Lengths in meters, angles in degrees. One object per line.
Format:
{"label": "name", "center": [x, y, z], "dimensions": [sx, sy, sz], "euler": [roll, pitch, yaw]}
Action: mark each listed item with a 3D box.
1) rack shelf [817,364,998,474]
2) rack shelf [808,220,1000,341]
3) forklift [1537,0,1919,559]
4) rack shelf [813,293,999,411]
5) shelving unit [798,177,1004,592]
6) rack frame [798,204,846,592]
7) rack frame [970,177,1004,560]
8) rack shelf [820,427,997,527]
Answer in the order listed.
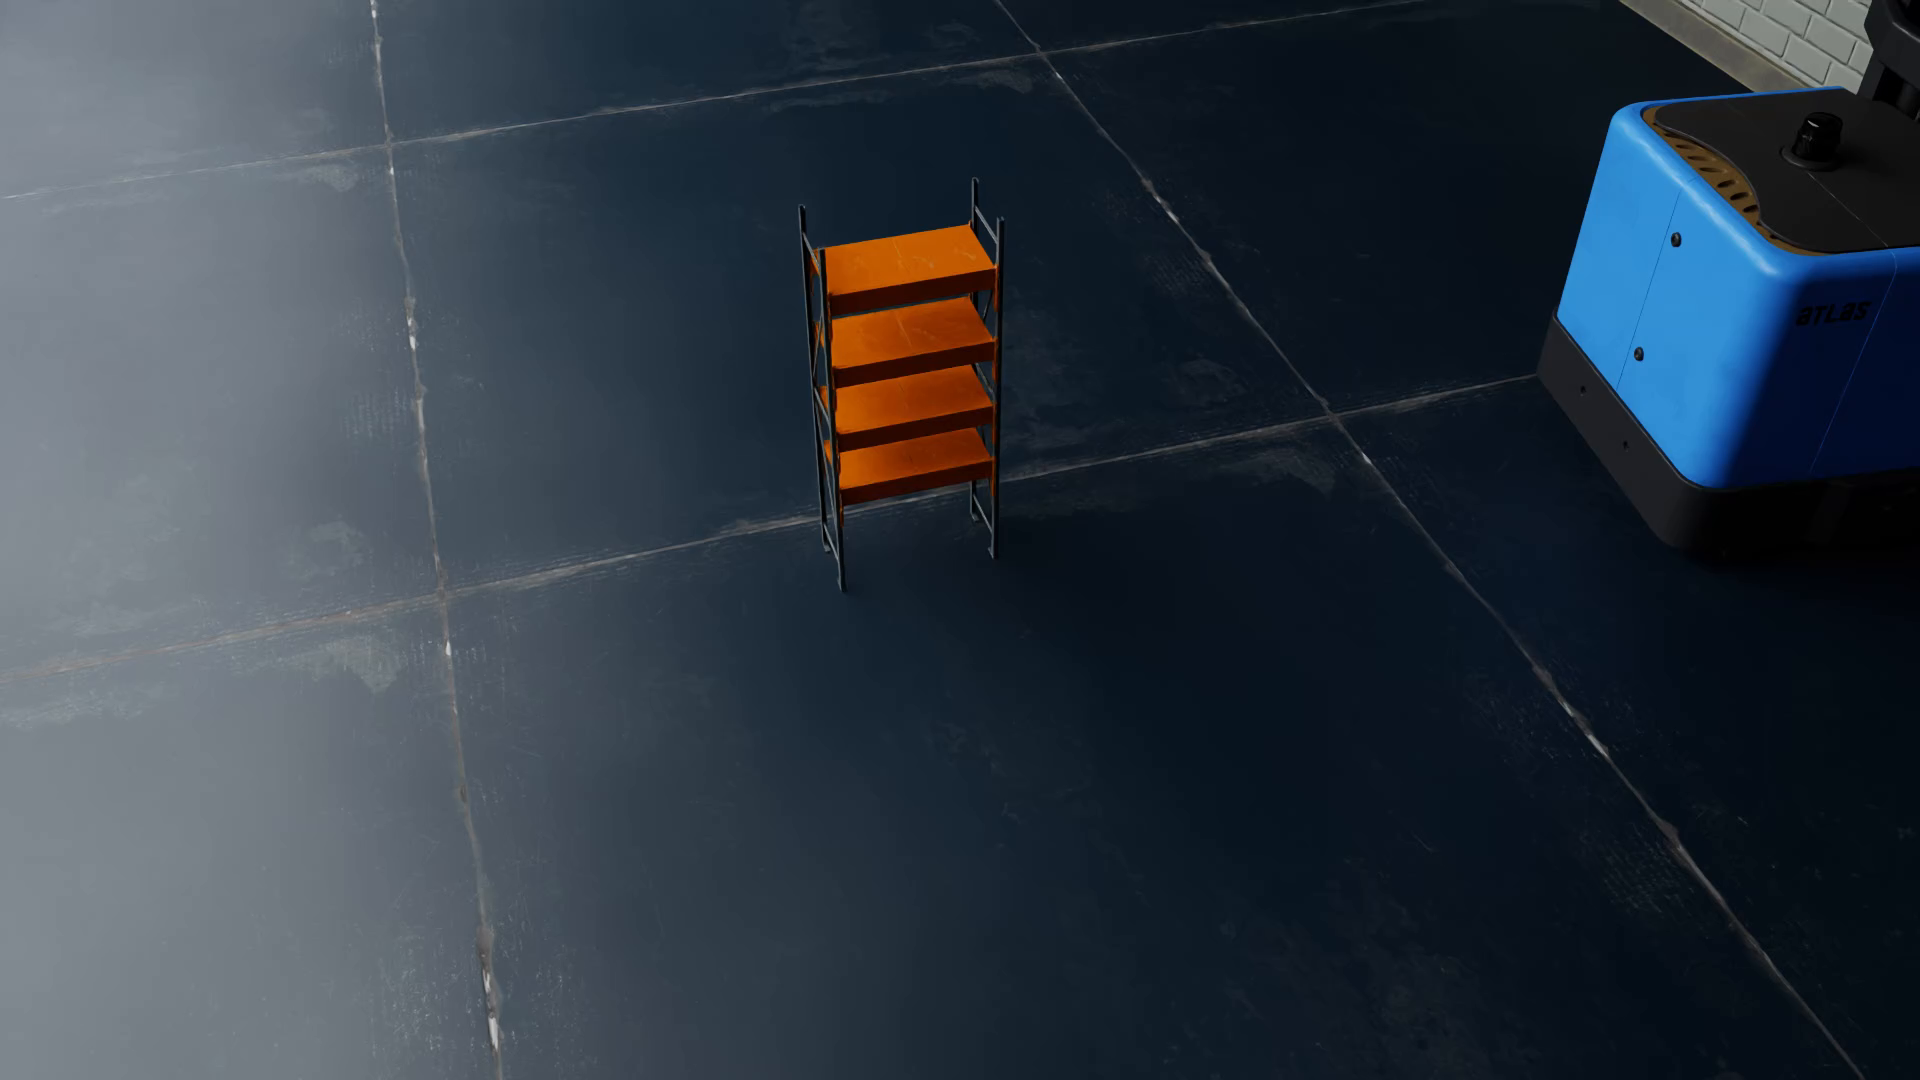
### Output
{"label": "rack shelf", "center": [-0.158, -0.368, 4.862], "dimensions": [0.480, 0.148, 0.258], "euler": [-12, 42, -13]}
{"label": "rack shelf", "center": [-0.158, -0.715, 4.559], "dimensions": [0.480, 0.148, 0.258], "euler": [-12, 42, -13]}
{"label": "forklift", "center": [3.578, -1.508, 4.749], "dimensions": [3.031, 2.935, 1.130], "euler": [-6, 42, -7]}
{"label": "rack shelf", "center": [-0.158, -0.537, 4.715], "dimensions": [0.480, 0.148, 0.258], "euler": [-12, 42, -13]}
{"label": "shelving unit", "center": [-0.158, -0.419, 4.818], "dimensions": [0.503, 1.200, 0.258], "euler": [-12, 42, -13]}
{"label": "rack frame", "center": [-0.391, -0.371, 4.763], "dimensions": [0.015, 1.200, 0.240], "euler": [-12, 42, -13]}
{"label": "rack frame", "center": [0.075, -0.467, 4.873], "dimensions": [0.015, 1.200, 0.240], "euler": [-12, 42, -13]}
{"label": "rack shelf", "center": [-0.158, -0.219, 4.993], "dimensions": [0.480, 0.148, 0.258], "euler": [-12, 42, -13]}
